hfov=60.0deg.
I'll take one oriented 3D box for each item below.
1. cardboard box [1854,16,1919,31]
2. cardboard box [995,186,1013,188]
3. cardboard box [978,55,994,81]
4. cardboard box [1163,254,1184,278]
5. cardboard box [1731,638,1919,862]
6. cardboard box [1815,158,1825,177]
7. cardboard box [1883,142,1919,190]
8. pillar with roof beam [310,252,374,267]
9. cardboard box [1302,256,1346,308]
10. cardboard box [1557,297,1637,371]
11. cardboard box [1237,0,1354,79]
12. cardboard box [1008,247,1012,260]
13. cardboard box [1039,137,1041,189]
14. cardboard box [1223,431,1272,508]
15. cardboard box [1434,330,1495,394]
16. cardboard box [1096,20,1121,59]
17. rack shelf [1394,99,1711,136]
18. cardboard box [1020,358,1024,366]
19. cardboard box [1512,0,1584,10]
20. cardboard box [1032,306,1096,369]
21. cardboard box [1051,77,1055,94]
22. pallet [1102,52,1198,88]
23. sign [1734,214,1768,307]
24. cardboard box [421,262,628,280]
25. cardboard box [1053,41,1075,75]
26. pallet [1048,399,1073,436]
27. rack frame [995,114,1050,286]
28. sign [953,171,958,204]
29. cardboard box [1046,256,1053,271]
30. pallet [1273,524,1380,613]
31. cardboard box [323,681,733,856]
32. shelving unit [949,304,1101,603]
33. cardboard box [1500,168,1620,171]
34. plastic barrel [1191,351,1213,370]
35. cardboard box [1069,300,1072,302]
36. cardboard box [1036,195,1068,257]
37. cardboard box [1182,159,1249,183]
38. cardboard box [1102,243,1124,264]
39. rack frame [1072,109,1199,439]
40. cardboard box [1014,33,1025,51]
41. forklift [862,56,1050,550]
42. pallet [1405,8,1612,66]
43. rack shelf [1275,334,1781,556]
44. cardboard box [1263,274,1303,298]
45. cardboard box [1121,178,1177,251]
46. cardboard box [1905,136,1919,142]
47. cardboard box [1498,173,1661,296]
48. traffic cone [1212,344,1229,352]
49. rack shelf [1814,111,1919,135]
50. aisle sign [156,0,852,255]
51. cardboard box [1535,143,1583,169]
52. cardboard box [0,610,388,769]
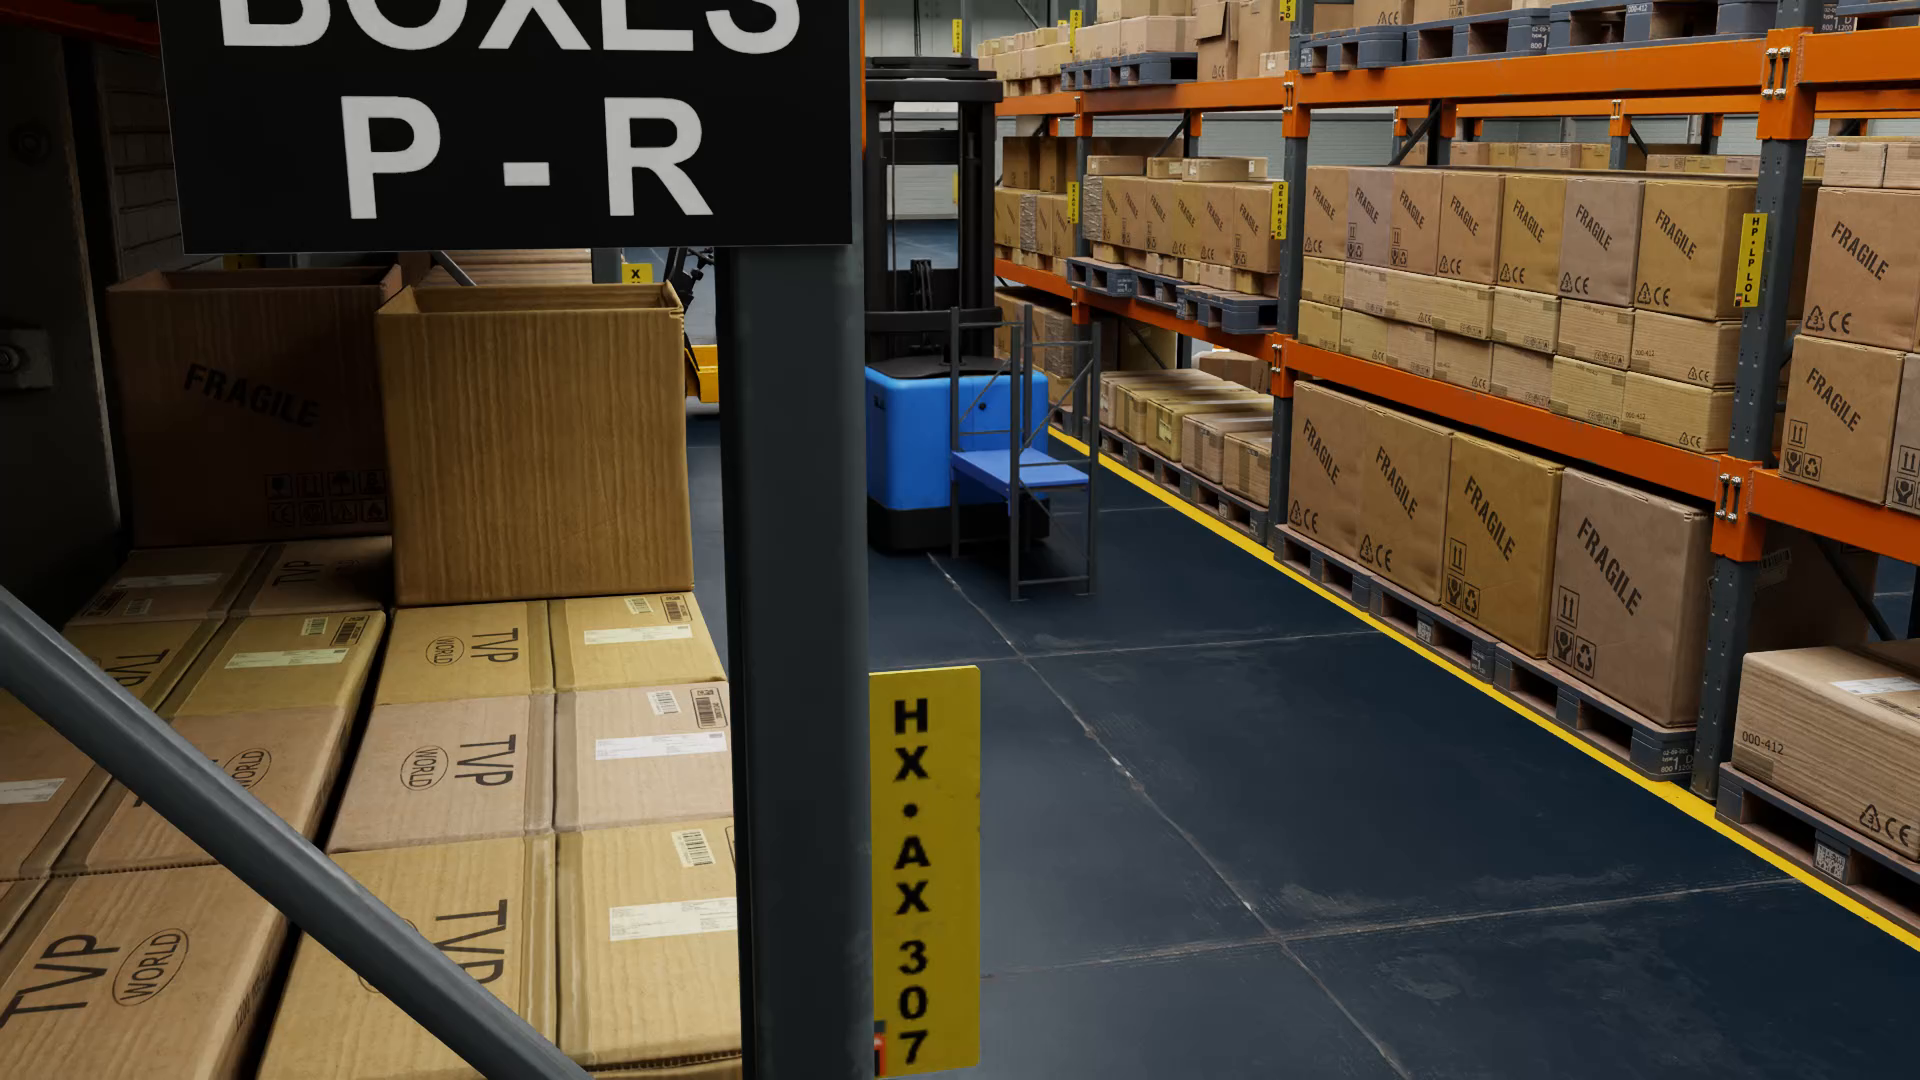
[{"bbox_3d":[6.634,-3.609,11.652,0.500,0.311,0.500,-3,14,-13],"label":"cardboard box"},{"bbox_3d":[0.346,-3.333,16.912,0.500,0.500,0.500,-4,14,-14],"label":"cardboard box"},{"bbox_3d":[0.473,-4.546,16.083,0.500,0.250,0.500,-3,14,-14],"label":"cardboard box"},{"bbox_3d":[1.637,-1.917,11.596,0.380,0.149,0.250,-4,14,-15],"label":"cardboard box"},{"bbox_3d":[3.366,0.695,5.775,0.875,0.438,0.875,-3,14,-14],"label":"cardboard box"},{"bbox_3d":[6.833,-2.592,12.397,0.700,0.500,0.500,-4,14,-14],"label":"cardboard box"},{"bbox_3d":[3.221,-1.200,5.335,0.380,0.149,0.250,-3,14,-12],"label":"cardboard box"},{"bbox_3d":[0.562,-4.546,10.075,9.100,9.000,0.400,-3,14,-13],"label":"pillar with roof beam"},{"bbox_3d":[2.262,-1.458,9.339,0.500,0.250,0.500,-3,14,-14],"label":"cardboard box"},{"bbox_3d":[2.859,-0.869,6.928,0.500,0.250,0.500,-3,14,-12],"label":"cardboard box"},{"bbox_3d":[2.171,-3.144,10.445,0.700,0.500,0.500,-3,14,-13],"label":"cardboard box"},{"bbox_3d":[0.669,-2.753,15.904,0.380,0.149,0.250,-3,14,-11],"label":"cardboard box"},{"bbox_3d":[1.168,-3.609,15.933,0.700,0.500,0.500,-3,14,-14],"label":"cardboard box"},{"bbox_3d":[2.261,-0.477,10.713,0.950,0.372,0.625,-4,14,-17],"label":"cardboard box"},{"bbox_3d":[2.629,-0.867,7.971,0.500,0.250,0.500,-3,14,-13],"label":"cardboard box"},{"bbox_3d":[1.312,-3.656,12.183,0.500,0.250,0.500,-3,14,-14],"label":"cardboard box"},{"bbox_3d":[5.762,-4.210,16.535,1.077,0.370,4.000,-3,14,-13],"label":"rack shelf"},{"bbox_3d":[0.794,-1.571,15.448,0.500,0.250,0.500,-3,14,-12],"label":"cardboard box"},{"bbox_3d":[2.733,-2.472,7.512,0.380,0.166,0.250,-2,14,-8],"label":"cardboard box"},{"bbox_3d":[0.923,-1.813,14.857,0.500,0.500,0.500,-3,14,-12],"label":"cardboard box"},{"bbox_3d":[1.003,-3.915,14.339,0.380,0.149,0.250,-4,14,-15],"label":"cardboard box"},{"bbox_3d":[1.732,-3.320,11.773,1.213,0.211,1.003,-3,14,-13],"label":"pallet"},{"bbox_3d":[2.798,-0.988,5.877,0.100,0.325,0.005,-3,14,-13],"label":"sign"},{"bbox_3d":[-1.519,-0.715,5.938,0.700,0.500,0.500,-3,14,-13],"label":"cardboard box"},{"bbox_3d":[1.078,-3.958,13.676,0.500,0.250,0.500,-3,14,-14],"label":"cardboard box"},{"bbox_3d":[1.252,-1.140,14.649,1.003,0.211,1.213,-3,14,-13],"label":"pallet"},{"bbox_3d":[0.505,-3.265,17.469,1.000,3.000,0.127,-3,14,-13],"label":"rack frame"},{"bbox_3d":[-0.023,-3.655,17.243,0.100,0.325,0.005,-3,14,-13],"label":"sign"},{"bbox_3d":[0.977,-2.457,14.692,0.380,0.149,0.250,-3,14,-14],"label":"cardboard box"},{"bbox_3d":[2.495,0.122,9.485,1.003,0.211,1.213,-3,14,-13],"label":"pallet"},{"bbox_3d":[-0.525,0.396,2.174,0.500,0.250,0.500,-3,14,-13],"label":"cardboard box"},{"bbox_3d":[0.346,-0.521,9.401,0.538,1.500,1.048,-5,14,-18],"label":"shelving unit"},{"bbox_3d":[2.998,-1.616,8.403,0.500,0.500,0.500,-3,14,-13],"label":"cardboard box"},{"bbox_3d":[2.461,-1.621,16.170,0.512,0.421,0.421,7,15,26],"label":"plastic barrel"},{"bbox_3d":[1.311,-1.968,15.491,0.500,0.500,0.500,-3,14,-10],"label":"cardboard box"},{"bbox_3d":[0.970,-2.742,14.493,0.500,0.500,0.500,-3,14,-11],"label":"cardboard box"},{"bbox_3d":[1.725,-2.493,11.222,0.380,0.149,0.250,-4,14,-16],"label":"cardboard box"},{"bbox_3d":[1.317,-2.221,12.841,0.380,0.149,0.250,-3,14,-12],"label":"cardboard box"},{"bbox_3d":[1.444,-2.342,13.692,1.000,3.000,0.127,-3,14,-13],"label":"rack frame"},{"bbox_3d":[0.701,-4.478,14.963,0.380,0.149,0.250,-3,14,-12],"label":"cardboard box"},{"bbox_3d":[-0.399,-1.671,11.092,1.130,2.935,3.031,-5,14,-18],"label":"forklift"},{"bbox_3d":[2.852,-2.381,7.931,1.003,0.211,1.213,-3,14,-11],"label":"pallet"},{"bbox_3d":[2.853,-0.608,8.112,1.077,0.370,4.000,-3,14,-13],"label":"rack shelf"},{"bbox_3d":[2.078,-1.564,10.151,0.380,0.149,0.250,-3,14,-11],"label":"cardboard box"},{"bbox_3d":[1.496,-2.384,12.145,0.500,0.500,0.500,-3,14,-14],"label":"cardboard box"},{"bbox_3d":[10.355,-4.008,17.567,0.500,0.500,0.500,-3,14,-13],"label":"cardboard box"},{"bbox_3d":[2.745,-1.357,7.342,0.500,0.500,0.500,-3,14,-11],"label":"cardboard box"},{"bbox_3d":[2.859,-2.145,18.233,0.336,0.463,0.334,-3,14,-13],"label":"traffic cone"},{"bbox_3d":[10.607,-4.463,17.571,1.077,0.370,4.000,-3,14,-13],"label":"rack shelf"},{"bbox_3d":[-0.260,-0.560,0.919,0.394,0.787,0.004,-3,14,-13],"label":"aisle sign"},{"bbox_3d":[5.937,-3.446,15.620,0.875,0.550,0.550,-3,14,-13],"label":"cardboard box"},{"bbox_3d":[-1.159,0.307,2.538,0.500,0.250,0.500,-3,14,-11],"label":"cardboard box"}]
